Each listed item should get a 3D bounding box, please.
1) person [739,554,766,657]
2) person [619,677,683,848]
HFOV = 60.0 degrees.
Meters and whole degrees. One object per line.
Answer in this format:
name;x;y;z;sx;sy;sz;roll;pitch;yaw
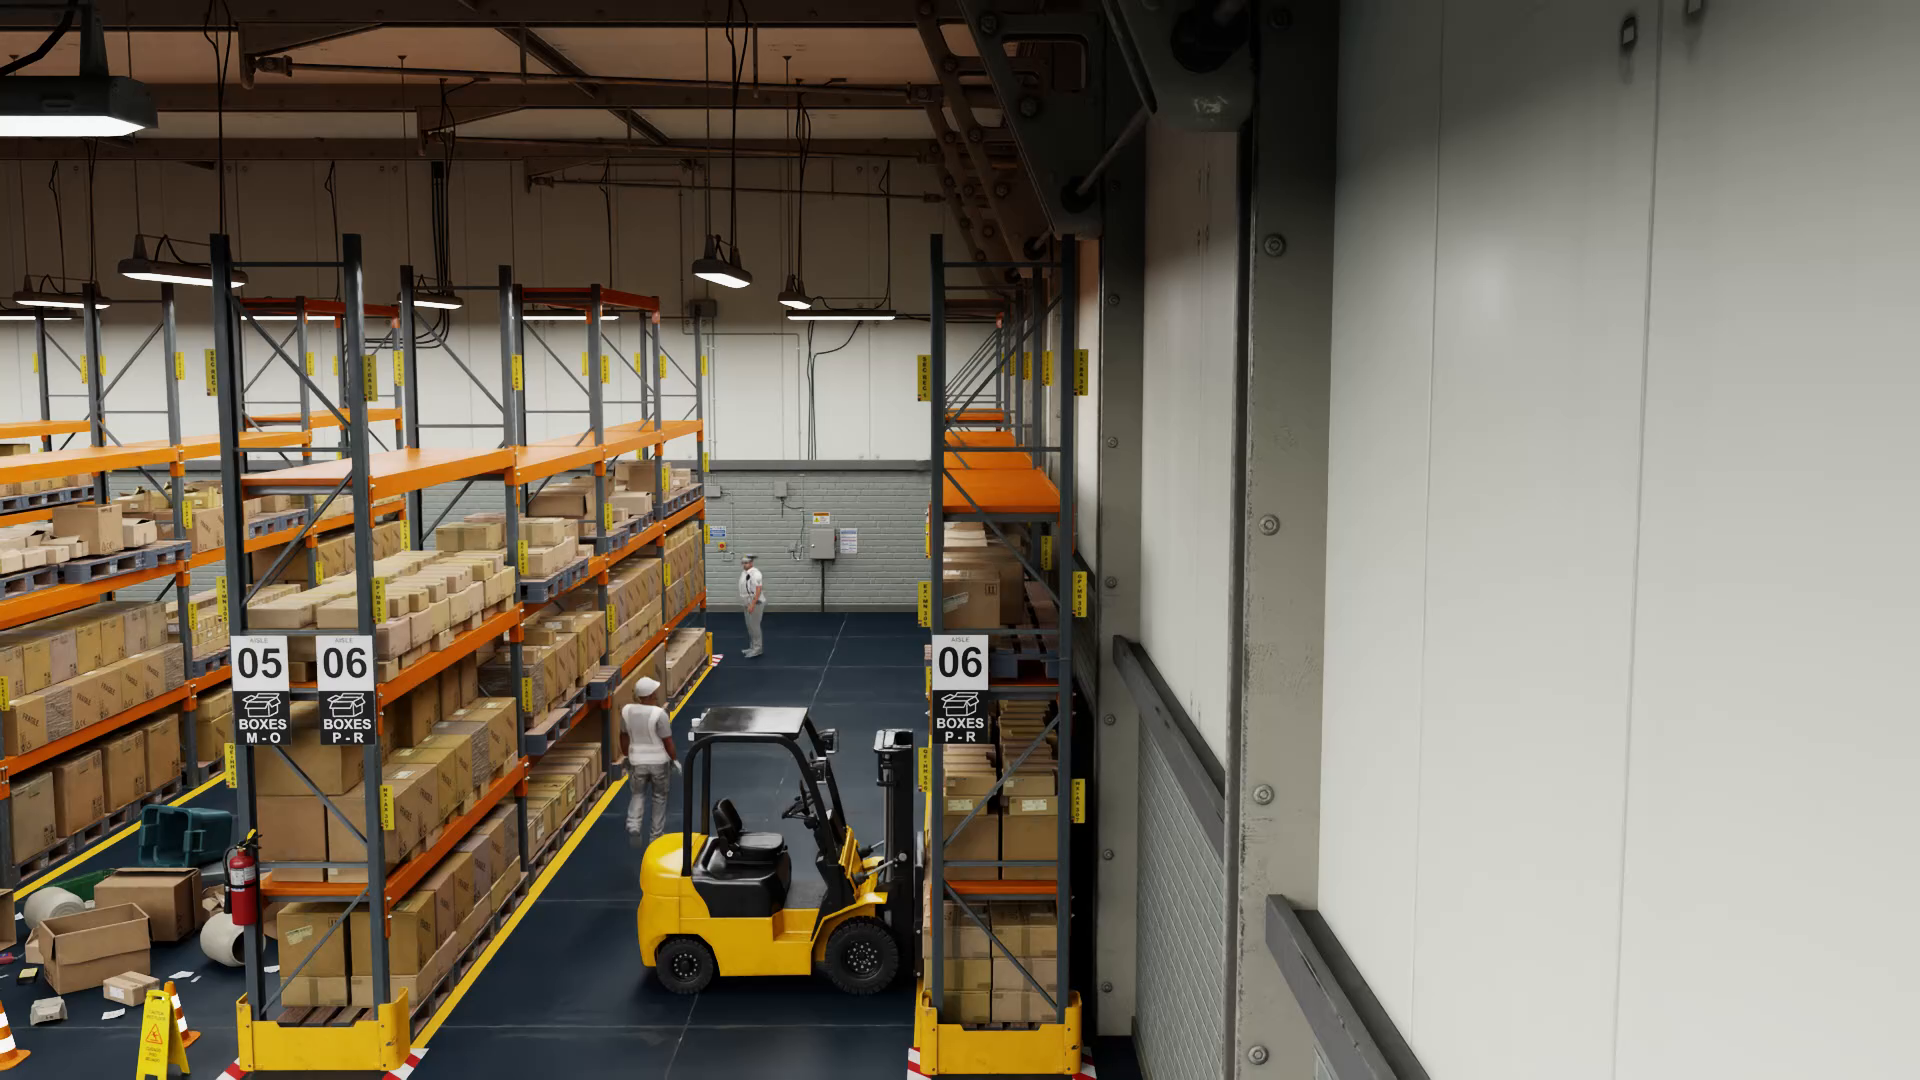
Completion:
person;-3.604;1.114;28.772;0.419;1.766;0.565;-4;8;-34
person;-3.140;2.257;16.800;0.632;1.768;0.541;0;6;3
